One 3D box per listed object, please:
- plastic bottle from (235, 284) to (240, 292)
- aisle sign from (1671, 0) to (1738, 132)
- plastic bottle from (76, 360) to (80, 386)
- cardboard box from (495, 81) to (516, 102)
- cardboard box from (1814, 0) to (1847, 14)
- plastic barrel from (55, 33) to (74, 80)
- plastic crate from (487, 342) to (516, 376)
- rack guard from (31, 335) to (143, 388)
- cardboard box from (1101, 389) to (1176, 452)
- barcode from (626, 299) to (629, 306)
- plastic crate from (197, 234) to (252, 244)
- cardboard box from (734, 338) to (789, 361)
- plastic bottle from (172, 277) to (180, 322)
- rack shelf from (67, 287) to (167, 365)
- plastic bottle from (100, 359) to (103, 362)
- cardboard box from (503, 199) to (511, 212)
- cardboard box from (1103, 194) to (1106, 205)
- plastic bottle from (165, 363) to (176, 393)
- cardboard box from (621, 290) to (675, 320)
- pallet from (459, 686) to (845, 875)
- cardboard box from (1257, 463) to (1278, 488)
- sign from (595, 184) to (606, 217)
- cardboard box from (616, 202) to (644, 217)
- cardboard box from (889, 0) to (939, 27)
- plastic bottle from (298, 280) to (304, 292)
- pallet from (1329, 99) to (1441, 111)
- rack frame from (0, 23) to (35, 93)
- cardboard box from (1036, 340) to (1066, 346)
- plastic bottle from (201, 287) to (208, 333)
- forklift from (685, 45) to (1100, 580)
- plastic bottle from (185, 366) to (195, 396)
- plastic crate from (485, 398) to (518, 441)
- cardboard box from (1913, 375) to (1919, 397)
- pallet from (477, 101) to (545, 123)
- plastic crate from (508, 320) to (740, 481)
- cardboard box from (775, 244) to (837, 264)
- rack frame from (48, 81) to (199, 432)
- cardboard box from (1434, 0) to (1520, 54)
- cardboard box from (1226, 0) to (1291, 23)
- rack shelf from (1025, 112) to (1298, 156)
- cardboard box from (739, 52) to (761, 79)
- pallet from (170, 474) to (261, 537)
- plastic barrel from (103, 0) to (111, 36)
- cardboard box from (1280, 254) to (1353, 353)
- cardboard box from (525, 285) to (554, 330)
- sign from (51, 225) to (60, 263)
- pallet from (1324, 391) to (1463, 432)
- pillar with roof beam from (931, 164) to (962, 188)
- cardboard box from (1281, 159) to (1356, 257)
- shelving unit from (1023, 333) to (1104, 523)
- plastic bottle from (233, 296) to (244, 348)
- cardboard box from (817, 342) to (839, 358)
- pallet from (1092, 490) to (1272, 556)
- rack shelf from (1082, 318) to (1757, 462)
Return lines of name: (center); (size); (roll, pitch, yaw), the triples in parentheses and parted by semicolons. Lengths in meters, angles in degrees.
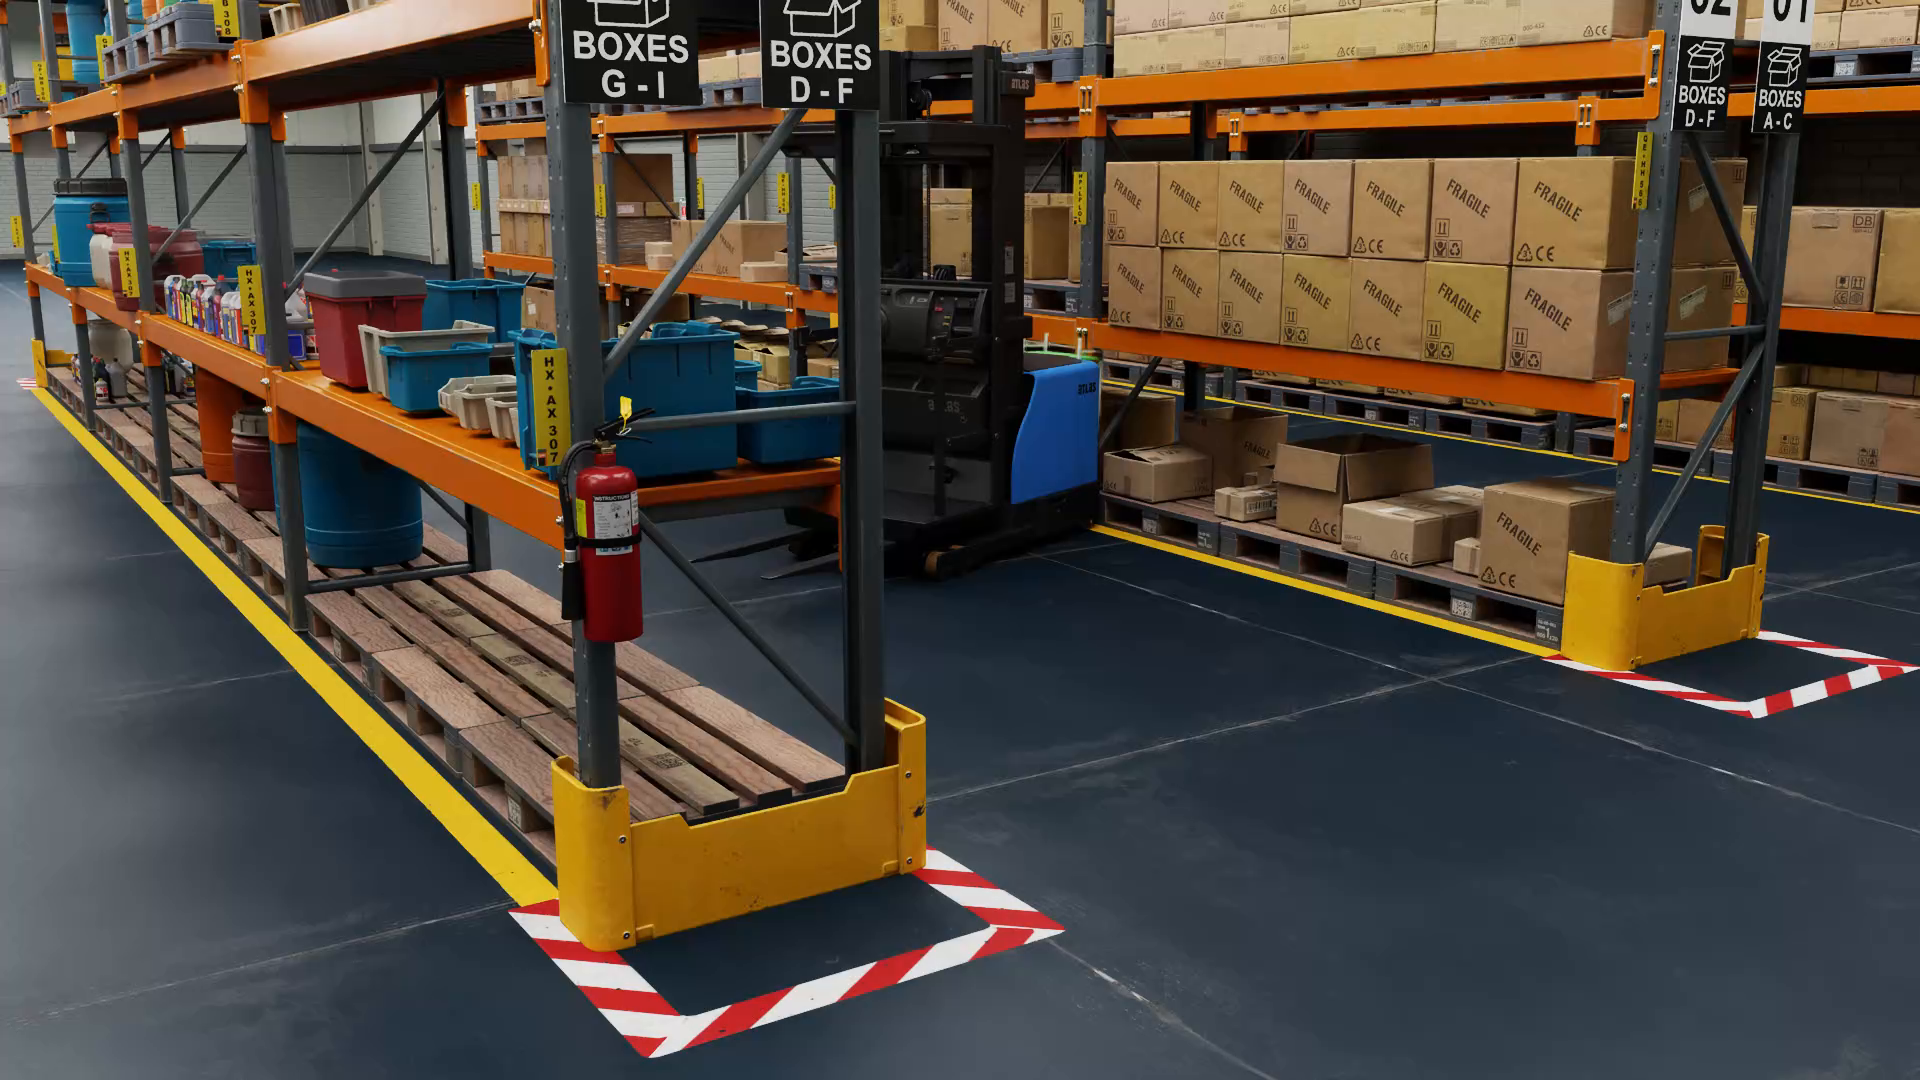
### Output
plastic bottle: (-4.248, -1.408, 9.894); (0.144, 0.351, 0.185); (-8, 15, -33)
aisle sign: (3.217, -2.165, 7.157); (0.394, 0.787, 0.004); (-8, 15, -33)
plastic bottle: (-8.566, -1.648, 16.231); (0.097, 0.271, 0.097); (0, 12, 0)
cardboard box: (-5.116, -5.476, 19.807); (0.797, 0.503, 0.637); (-7, 14, -29)
cardboard box: (6.069, -3.917, 11.608); (0.500, 0.500, 0.500); (-8, 15, -32)
plastic barrel: (-8.819, -4.778, 16.746); (0.600, 0.588, 0.600); (0, 12, 0)
plastic crate: (-2.064, -0.797, 7.489); (0.437, 0.125, 0.590); (-8, 15, -33)
rack guard: (-9.475, -1.975, 18.221); (1.175, 0.500, 0.348); (-8, 15, -33)
cardboard box: (1.153, -0.764, 11.654); (0.500, 0.500, 0.500); (-9, 15, -35)
barcode: (-3.420, -2.446, 17.100); (0.001, 0.075, 0.075); (-8, 15, -33)
plastic crate: (-5.765, -2.136, 12.957); (0.402, 0.464, 0.583); (-8, 15, -33)
cardboard box: (-1.787, -1.658, 15.063); (0.500, 0.311, 0.500); (-8, 15, -34)
plastic bottle: (-5.009, -1.545, 10.678); (0.061, 0.283, 0.133); (-8, 15, -33)
rack shelf: (-6.232, -1.785, 13.187); (1.077, 0.370, 4.000); (-8, 15, -33)
plastic bottle: (-8.221, -1.594, 15.959); (0.061, 0.283, 0.133); (-8, 15, -33)
cardboard box: (-5.244, -4.013, 19.939); (0.380, 0.149, 0.250); (-9, 15, -34)
cardboard box: (1.855, -3.620, 18.632); (0.700, 0.500, 0.500); (-6, 14, -25)
plastic bottle: (-7.442, -1.530, 15.667); (0.061, 0.283, 0.133); (-8, 15, -33)
cardboard box: (-3.495, -2.514, 18.533); (0.500, 0.500, 0.500); (-8, 15, -33)
pallet: (-1.116, 0.853, 5.967); (1.003, 0.211, 1.213); (-8, 15, -33)
cardboard box: (2.185, -0.355, 10.229); (0.500, 0.311, 0.500); (-8, 15, -33)
sign: (-3.676, -3.474, 17.012); (0.100, 0.325, 0.005); (-8, 15, -33)
cardboard box: (-3.544, -3.467, 17.440); (0.380, 0.149, 0.250); (-8, 15, -33)
cardboard box: (-0.197, -4.109, 12.536); (0.500, 0.500, 0.500); (-8, 15, -33)
plastic bottle: (-4.417, -1.661, 11.211); (0.061, 0.283, 0.133); (-8, 15, -33)
pallet: (4.146, -4.020, 15.143); (1.003, 0.211, 1.213); (-7, 14, -30)
rack frame: (-9.557, -6.134, 17.349); (1.000, 3.000, 0.127); (-8, 15, -33)
cardboard box: (1.329, -2.530, 19.730); (0.700, 0.500, 0.500); (-8, 14, -31)
plastic bottle: (-4.472, -1.374, 9.923); (0.097, 0.271, 0.097); (0, 12, 0)
forklift: (-0.364, -1.322, 9.548); (1.130, 2.935, 3.031); (9, 15, 34)
plastic bottle: (-7.152, -1.483, 15.478); (0.097, 0.271, 0.097); (0, 12, 0)
plastic crate: (-1.443, -0.435, 5.808); (0.396, 0.136, 0.243); (-8, 15, -33)
cardboard box: (6.901, -1.080, 11.630); (0.380, 0.149, 0.250); (-8, 15, -32)
pallet: (-5.061, -5.083, 19.768); (1.003, 0.211, 1.213); (-8, 15, -33)
plastic crate: (-1.033, -0.442, 5.139); (0.616, 0.435, 0.499); (-8, 15, -33)
cardboard box: (-1.333, -2.505, 15.004); (0.500, 0.311, 0.500); (-8, 15, -33)
rack frame: (-7.340, -2.492, 14.737); (1.000, 3.000, 0.127); (-8, 15, -33)
cardboard box: (2.662, -2.486, 8.039); (0.500, 0.250, 0.500); (-8, 15, -33)
cardboard box: (1.826, -2.997, 9.203); (0.500, 0.250, 0.500); (-8, 15, -33)
rack shelf: (2.015, -4.423, 18.229); (1.077, 0.370, 4.000); (-8, 15, -33)
cardboard box: (-1.602, -4.129, 14.568); (0.500, 0.250, 0.500); (-8, 14, -31)
pallet: (-4.653, -0.283, 11.163); (1.003, 0.211, 1.213); (-8, 15, -33)
plastic barrel: (-6.878, -4.138, 14.067); (0.600, 0.901, 0.708); (-8, 15, -33)
cardboard box: (2.118, -1.311, 9.101); (0.500, 0.500, 0.500); (-8, 15, -34)
cardboard box: (-4.753, -2.720, 19.475); (0.500, 0.500, 0.500); (-8, 15, -33)
sign: (-7.804, -2.564, 14.419); (0.100, 0.325, 0.005); (-8, 15, -33)
pallet: (4.169, -1.225, 15.471); (1.003, 0.211, 1.213); (-8, 15, -33)
pillar with roof beam: (-3.785, -6.775, 20.280); (9.100, 9.000, 0.400); (-8, 15, -33)
cardboard box: (2.102, -1.800, 8.999); (0.500, 0.500, 0.500); (-8, 14, -31)
shelving unit: (0.635, -0.732, 10.857); (0.258, 1.200, 0.503); (-7, 14, -44)
plastic bottle: (-3.877, -1.195, 9.097); (0.152, 0.276, 0.135); (-8, 15, -33)
cardboard box: (-1.044, -1.630, 14.936); (0.500, 0.311, 0.500); (-8, 14, -31)
pallet: (1.597, -0.171, 10.648); (1.003, 0.211, 1.213); (-8, 15, -33)
rack shelf: (2.326, -0.948, 9.359); (1.077, 0.370, 4.000); (-8, 15, -33)
